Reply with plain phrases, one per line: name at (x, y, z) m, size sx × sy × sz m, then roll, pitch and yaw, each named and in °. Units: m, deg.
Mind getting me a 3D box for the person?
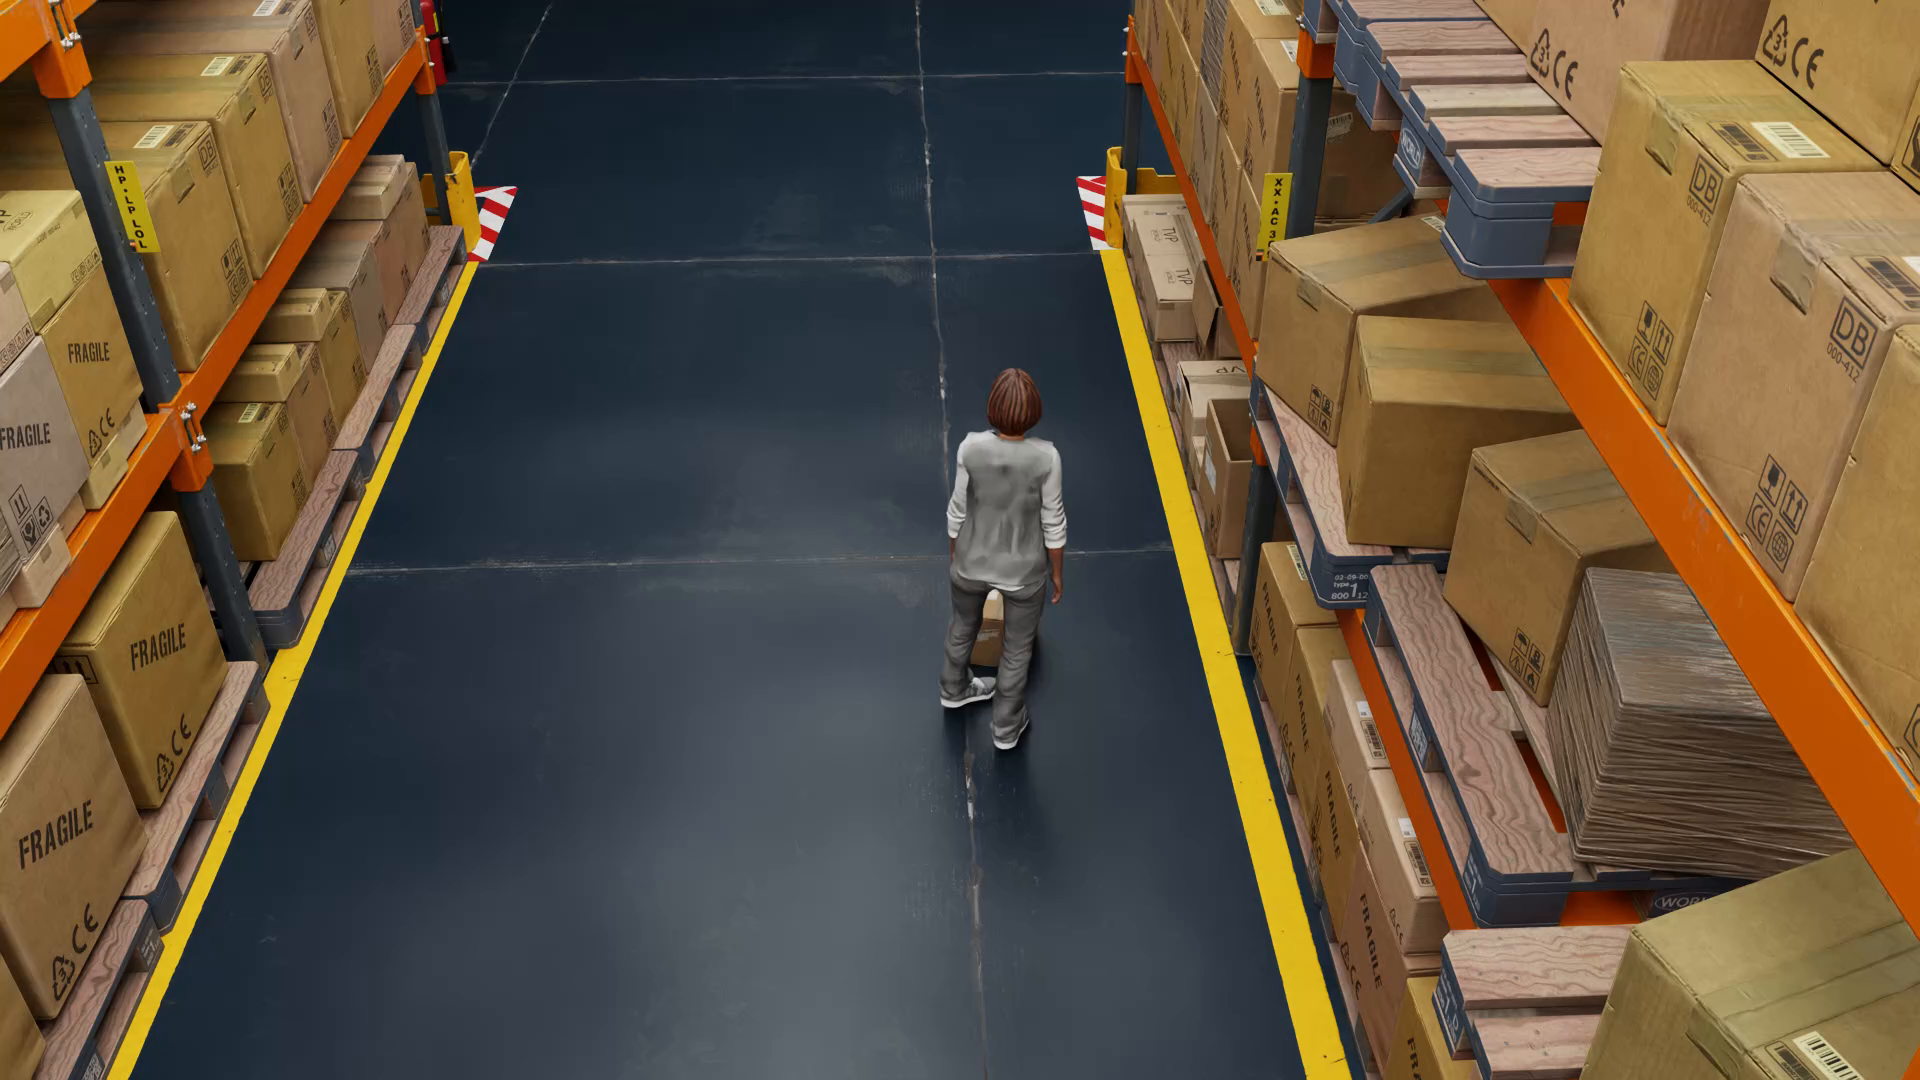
person at (0.148, 0.067, 6.043) m, size 0.490 × 1.608 × 0.425 m, roll 7°, pitch 36°, yaw 10°
